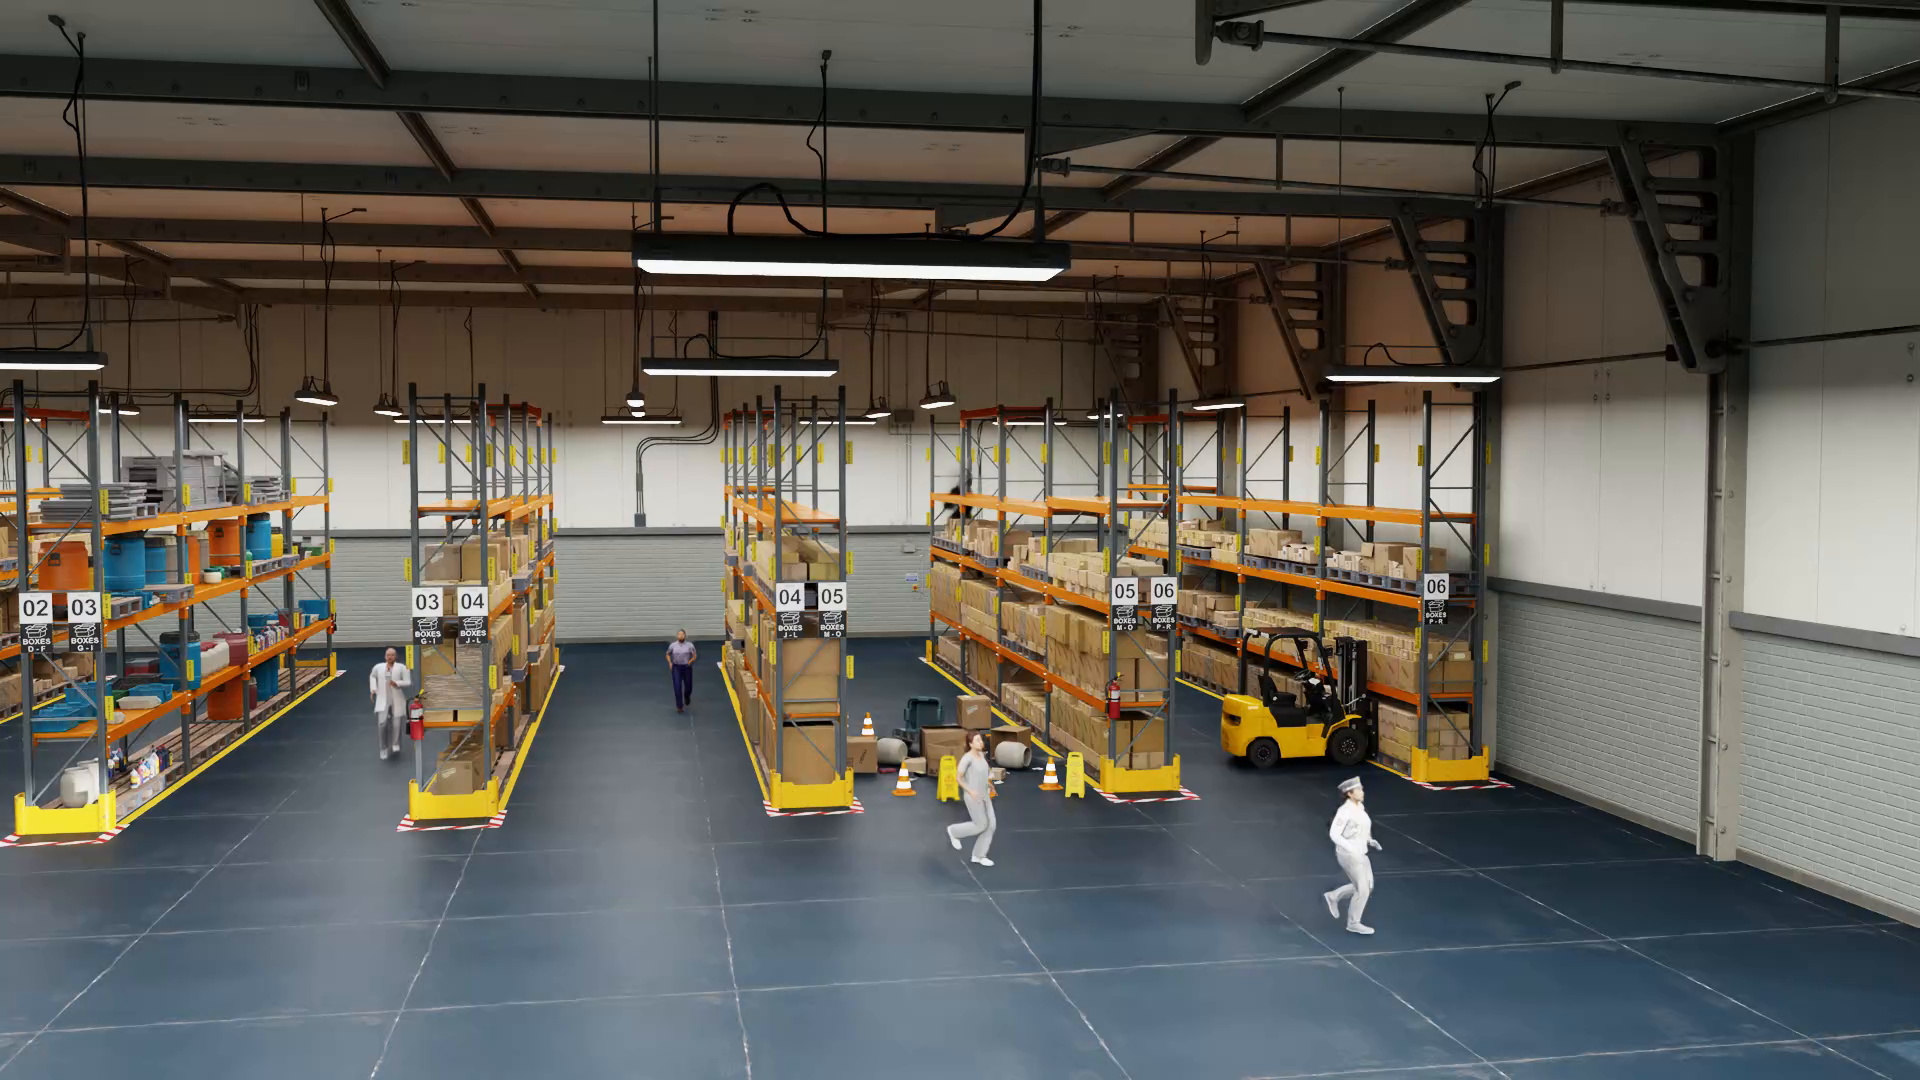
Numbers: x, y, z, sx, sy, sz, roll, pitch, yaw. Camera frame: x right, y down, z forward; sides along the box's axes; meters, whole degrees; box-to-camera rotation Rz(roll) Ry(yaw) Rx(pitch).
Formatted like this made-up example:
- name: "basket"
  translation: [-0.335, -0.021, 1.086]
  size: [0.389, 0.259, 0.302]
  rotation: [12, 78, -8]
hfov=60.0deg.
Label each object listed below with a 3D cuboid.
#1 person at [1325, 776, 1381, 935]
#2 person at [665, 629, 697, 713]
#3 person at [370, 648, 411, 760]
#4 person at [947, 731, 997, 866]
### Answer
- name: "person"
  translation: [4.082, 3.288, 17.447]
  size: [0.599, 1.654, 0.606]
  rotation: [2, 4, 36]
- name: "person"
  translation: [-5.462, 2.556, 32.584]
  size: [0.613, 1.588, 0.669]
  rotation: [-1, 3, -11]
- name: "person"
  translation: [-9.461, 2.719, 27.626]
  size: [0.669, 1.846, 0.828]
  rotation: [-1, 3, -15]
- name: "person"
  translation: [0.160, 3.165, 20.474]
  size: [0.636, 1.622, 0.572]
  rotation: [2, 4, 36]
